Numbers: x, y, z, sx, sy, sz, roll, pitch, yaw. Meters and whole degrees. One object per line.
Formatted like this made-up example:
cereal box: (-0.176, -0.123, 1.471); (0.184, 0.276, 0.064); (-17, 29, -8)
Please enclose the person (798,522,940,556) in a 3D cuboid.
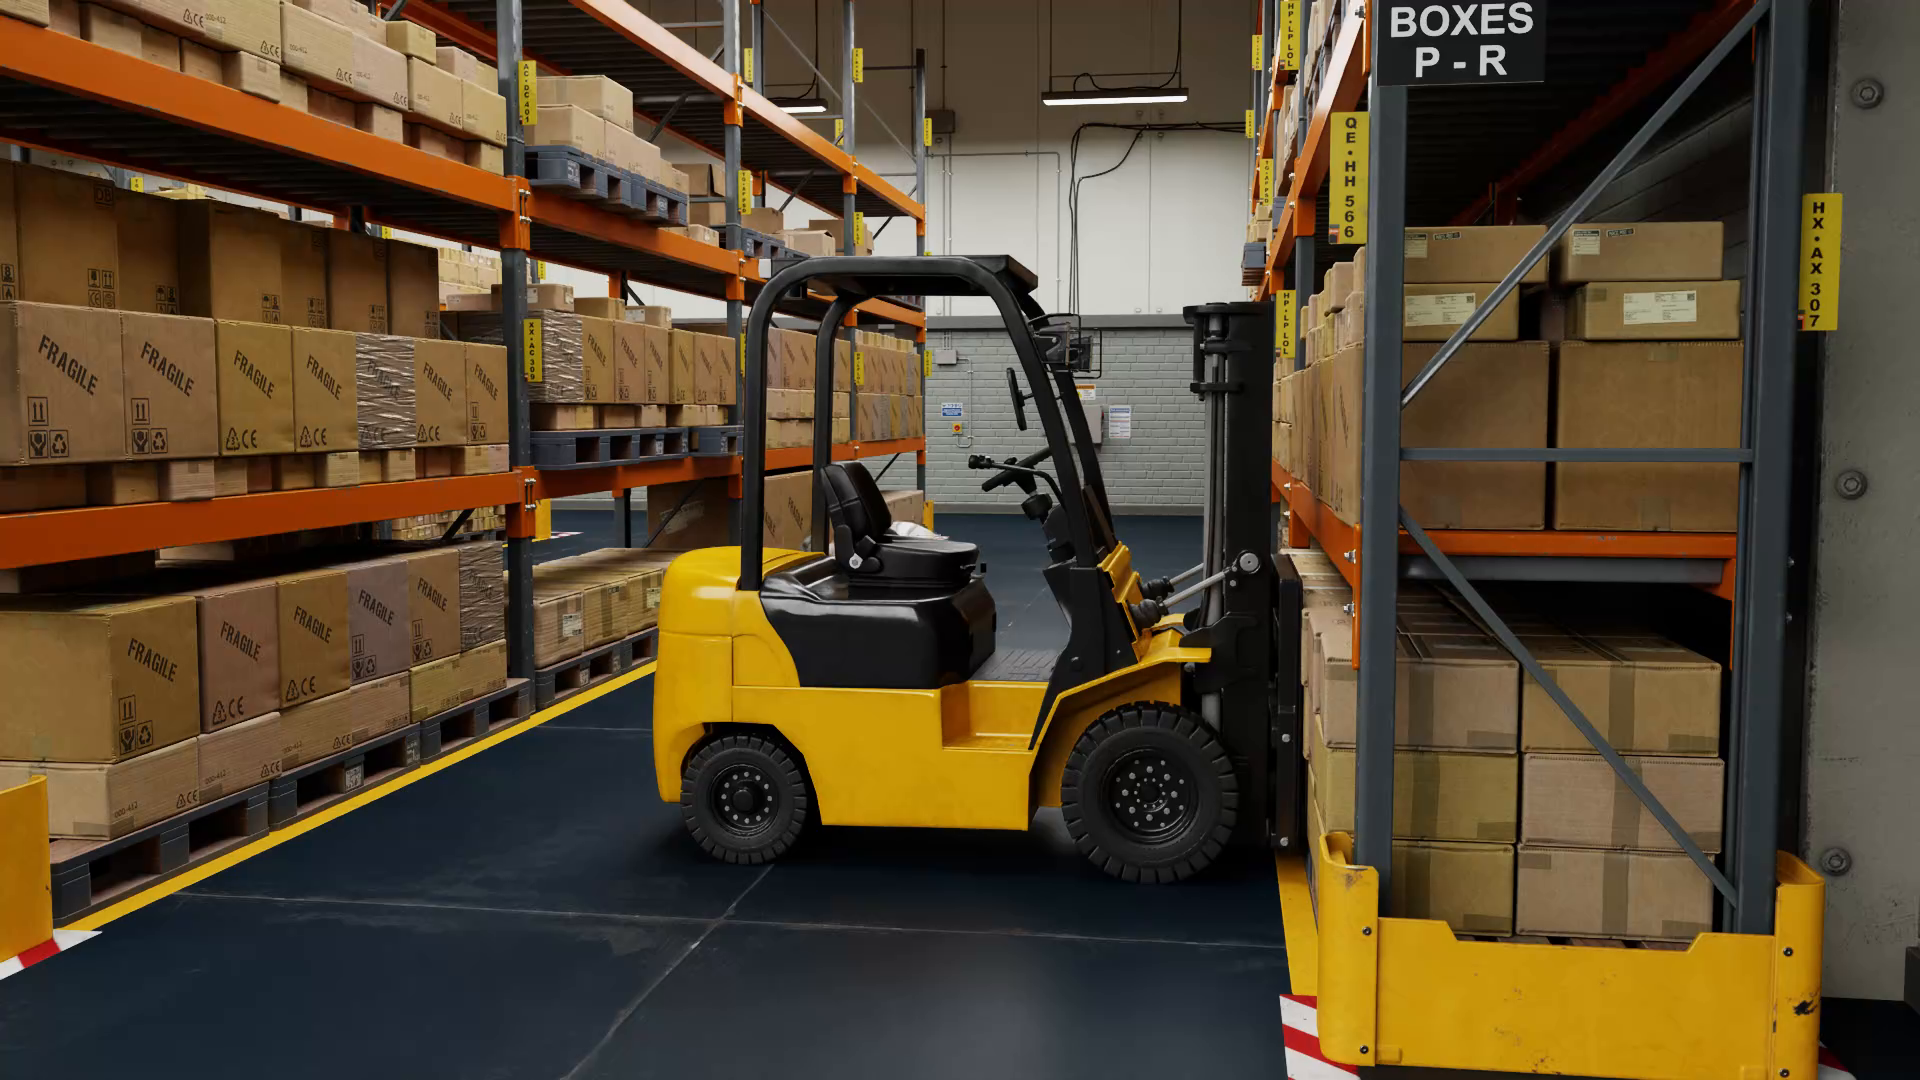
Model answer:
person: (-0.616, 0.325, 11.220); (1.016, 0.890, 0.545); (1, 4, 7)
